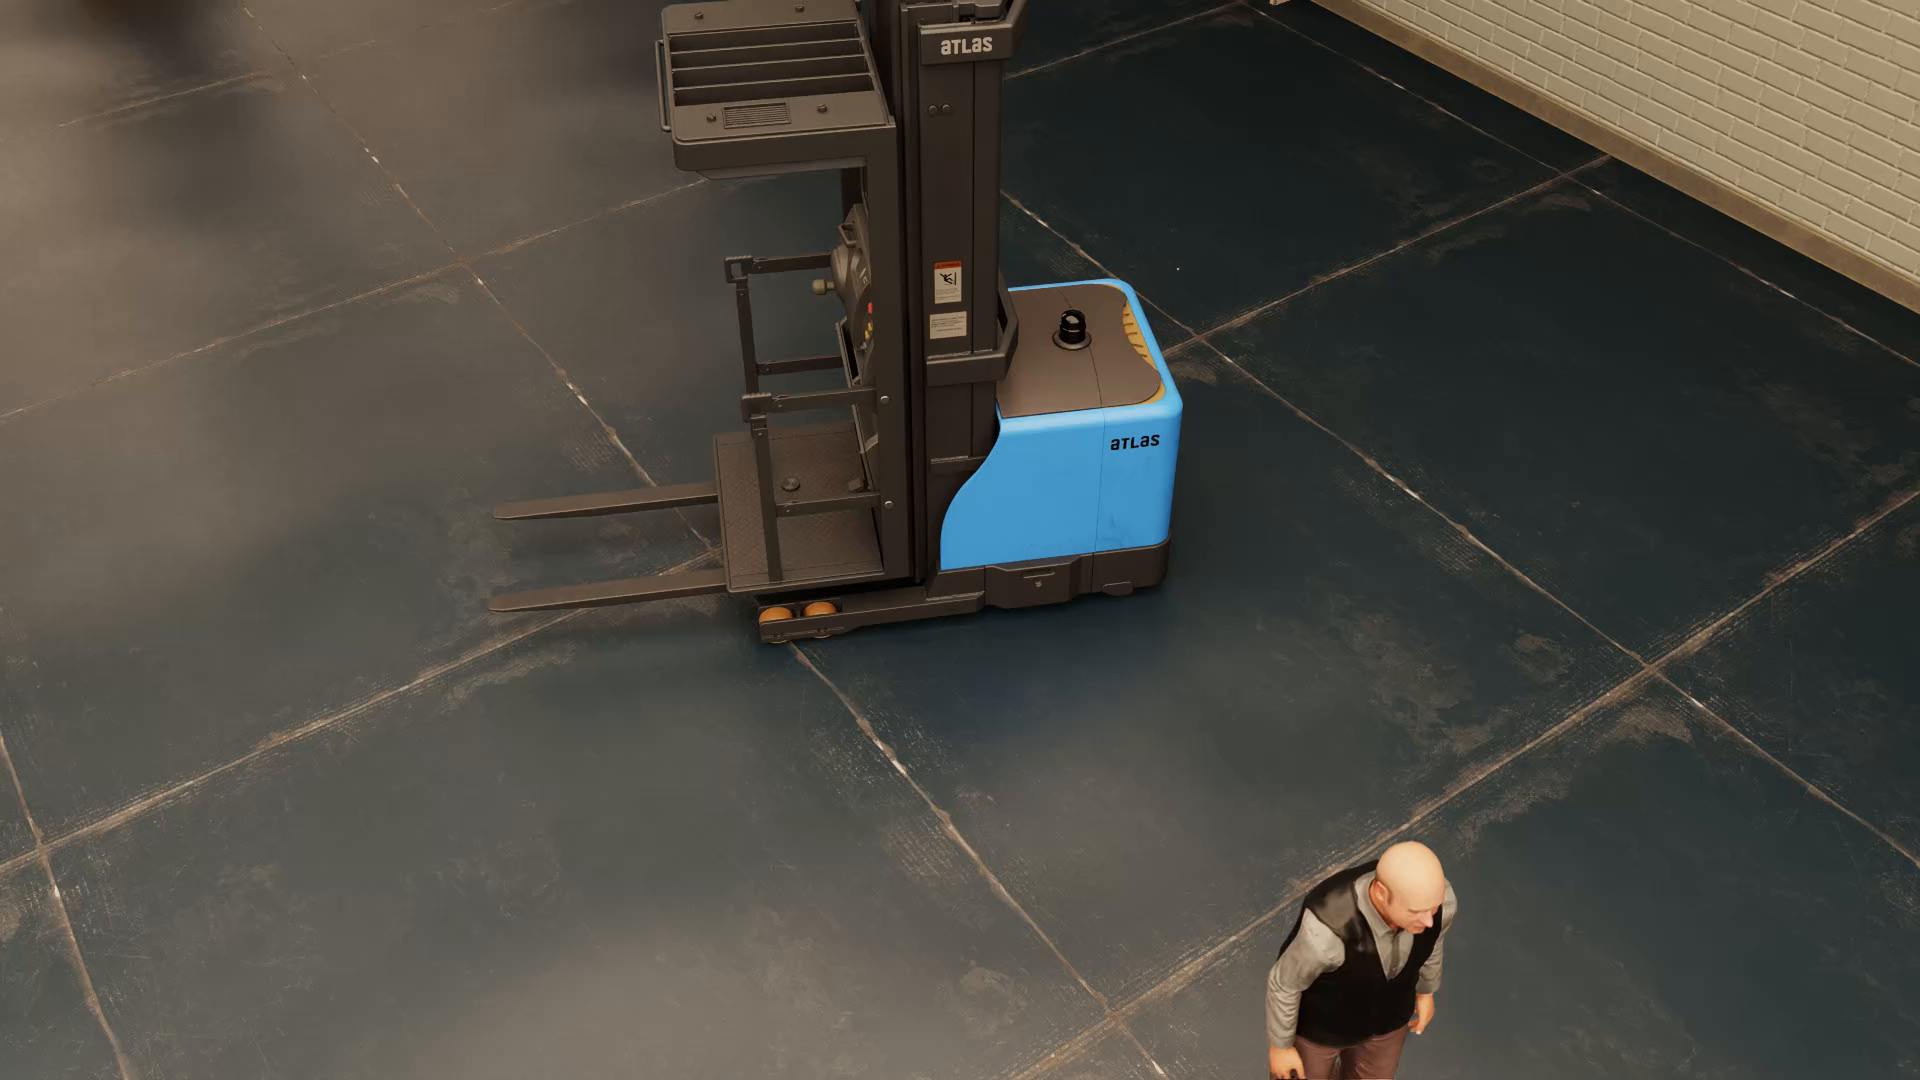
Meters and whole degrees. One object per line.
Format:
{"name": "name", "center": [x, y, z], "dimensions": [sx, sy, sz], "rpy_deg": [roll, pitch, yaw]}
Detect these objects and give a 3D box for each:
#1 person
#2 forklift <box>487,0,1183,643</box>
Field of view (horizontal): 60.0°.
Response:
{"name": "person", "center": [1.171, 1.428, 5.059], "dimensions": [0.589, 1.721, 0.414], "rpy_deg": [-15, 45, -15]}
{"name": "forklift", "center": [-0.616, -1.007, 6.808], "dimensions": [3.031, 2.935, 1.130], "rpy_deg": [-7, 43, -7]}
